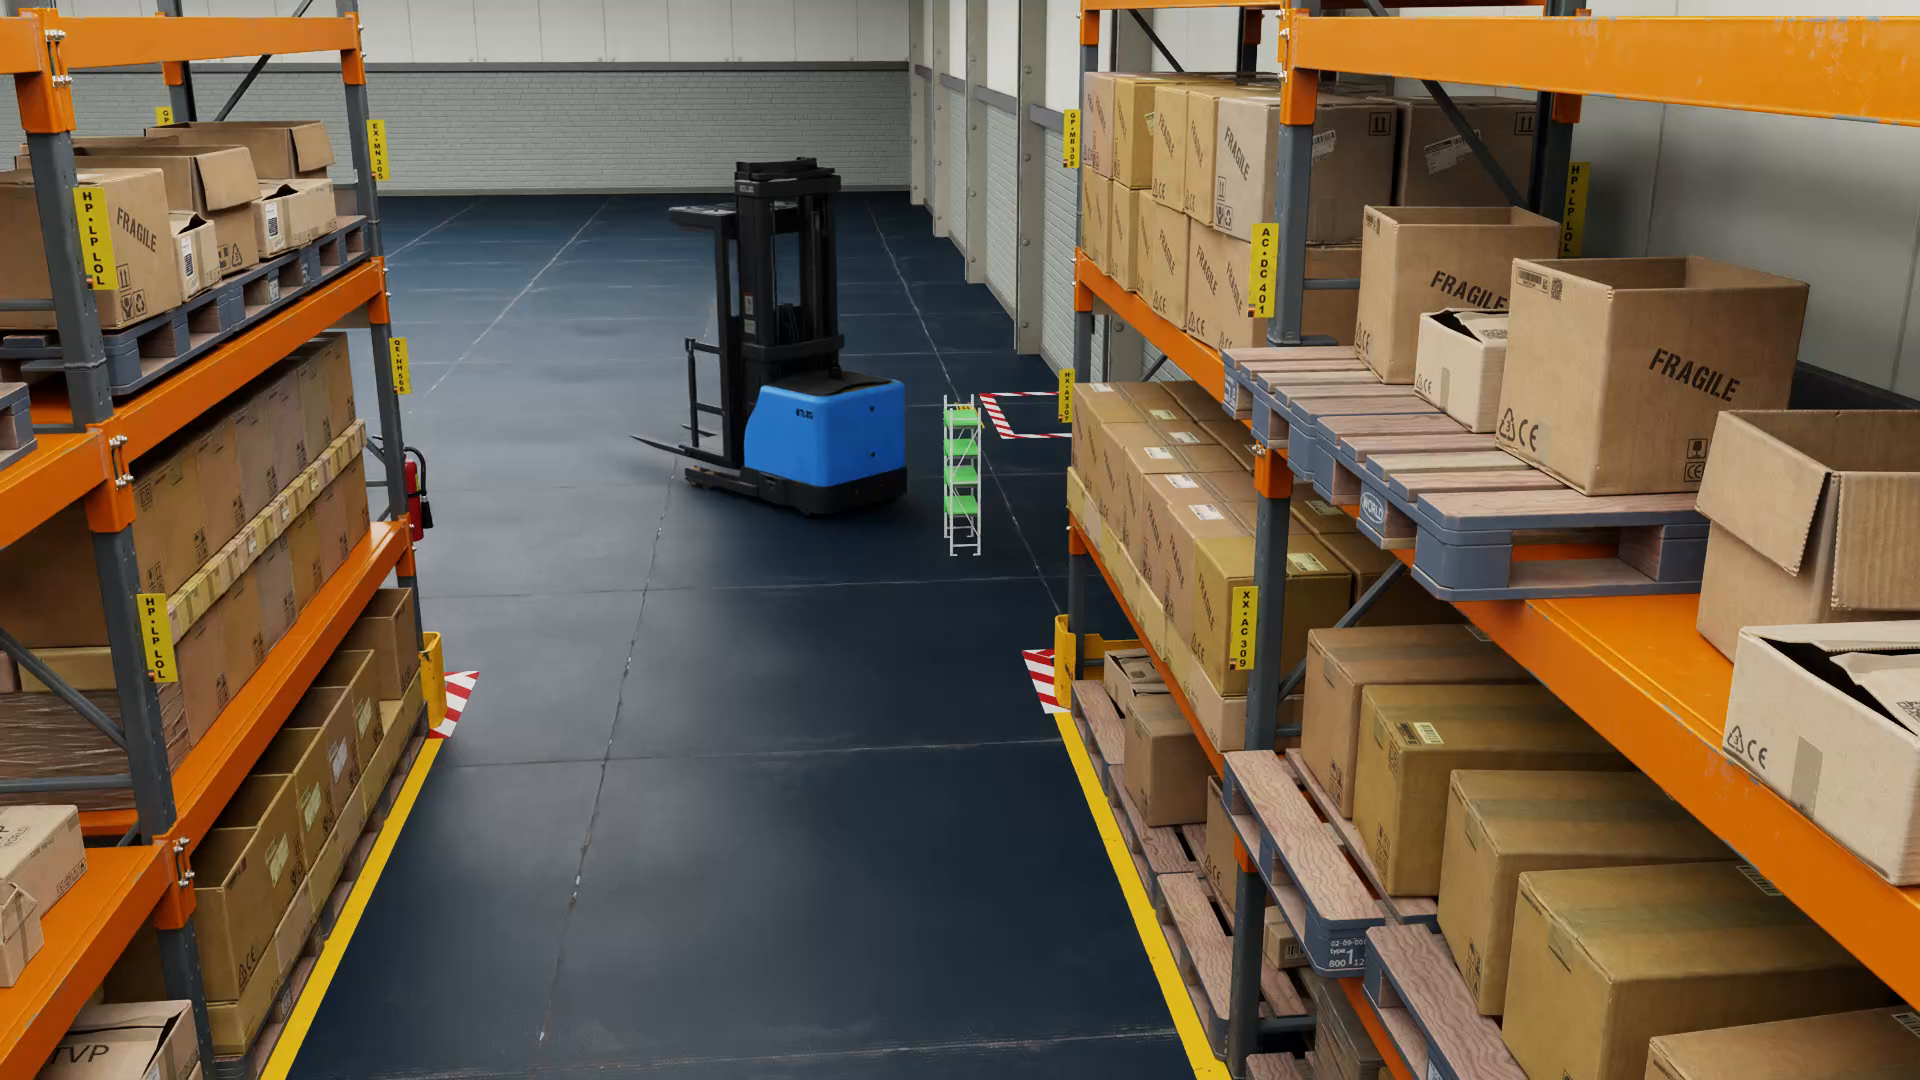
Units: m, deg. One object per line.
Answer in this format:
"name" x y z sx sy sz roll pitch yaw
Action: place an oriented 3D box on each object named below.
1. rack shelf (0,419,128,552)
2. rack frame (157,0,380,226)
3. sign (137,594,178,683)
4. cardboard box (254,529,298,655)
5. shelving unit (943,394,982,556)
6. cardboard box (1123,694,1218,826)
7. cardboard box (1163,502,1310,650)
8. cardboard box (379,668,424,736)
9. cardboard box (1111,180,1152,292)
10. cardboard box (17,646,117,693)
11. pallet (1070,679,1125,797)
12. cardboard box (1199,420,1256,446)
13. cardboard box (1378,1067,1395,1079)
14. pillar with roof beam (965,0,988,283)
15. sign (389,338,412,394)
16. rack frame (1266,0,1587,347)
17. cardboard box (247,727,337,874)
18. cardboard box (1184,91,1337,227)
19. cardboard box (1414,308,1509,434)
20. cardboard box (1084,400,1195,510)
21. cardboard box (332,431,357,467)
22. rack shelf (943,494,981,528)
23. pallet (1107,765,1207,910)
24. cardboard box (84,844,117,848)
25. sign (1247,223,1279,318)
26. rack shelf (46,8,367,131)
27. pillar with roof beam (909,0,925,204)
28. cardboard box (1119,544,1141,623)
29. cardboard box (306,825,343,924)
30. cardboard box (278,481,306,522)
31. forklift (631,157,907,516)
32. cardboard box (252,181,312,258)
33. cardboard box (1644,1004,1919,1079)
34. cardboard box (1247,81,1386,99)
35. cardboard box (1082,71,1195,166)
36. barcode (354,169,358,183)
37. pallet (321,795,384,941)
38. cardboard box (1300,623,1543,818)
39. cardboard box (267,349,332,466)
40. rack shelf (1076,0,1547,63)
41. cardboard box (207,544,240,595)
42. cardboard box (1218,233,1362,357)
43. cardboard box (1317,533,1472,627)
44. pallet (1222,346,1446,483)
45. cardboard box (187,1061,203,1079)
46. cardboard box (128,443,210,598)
"rack shelf" -3.125 0.385 3.638 1.077 0.370 4.000 -2 18 -6
"rack frame" -3.743 -3.177 8.775 1.000 3.000 0.127 -2 18 -6
"sign" -2.792 0.342 5.778 0.100 0.325 0.005 -2 18 -6
"cardboard box" -3.546 0.238 7.745 0.700 0.500 0.500 -1 17 -4
"shelving unit" 0.017 -0.523 13.340 0.258 1.200 0.503 -2 18 -6
"cardboard box" 1.250 1.112 8.565 0.700 0.500 0.500 -3 18 -9
"cardboard box" 1.182 0.147 7.167 0.500 0.500 0.500 -2 18 -6
"cardboard box" -3.394 0.947 9.542 0.500 0.250 0.500 -2 18 -6
"cardboard box" 1.047 -1.535 8.350 0.500 0.500 0.500 -1 17 -3
"cardboard box" -3.166 0.433 6.039 0.380 0.149 0.250 -2 18 -6
"pallet" 1.240 1.127 9.735 1.003 0.211 1.213 -2 18 -6
"cardboard box" 1.543 -0.327 8.676 0.500 0.500 0.500 -2 18 -7
"cardboard box" 1.792 2.076 5.494 0.700 0.500 0.500 -2 18 -7
"pillar with roof beam" -4.023 -8.380 25.345 9.100 9.000 0.400 -2 18 -6
"sign" -3.202 -0.993 9.505 0.100 0.325 0.005 -2 18 -6
"rack frame" 1.596 -2.140 5.470 1.000 3.000 0.127 -2 18 -6
"cardboard box" -3.171 1.185 7.534 0.500 0.500 0.500 -2 18 -6
"cardboard box" 1.207 -1.548 6.722 0.500 0.500 0.500 -1 17 -3
"cardboard box" 1.636 -0.518 4.758 0.500 0.311 0.500 -1 17 -4
"cardboard box" 0.975 -0.466 9.119 0.500 0.500 0.500 -2 18 -5
"cardboard box" -3.486 -0.486 8.969 0.380 0.149 0.250 -1 17 -4
"rack shelf" 0.017 -0.233 13.431 0.258 0.148 0.480 -2 18 -6
"pallet" 1.363 1.489 8.580 1.003 0.211 1.213 -2 18 -6
"cardboard box" -3.636 1.350 7.008 0.500 0.500 0.500 -2 18 -6
"sign" 1.057 -0.936 5.781 0.100 0.325 0.005 -2 18 -6
"rack shelf" -3.537 -2.048 7.044 1.077 0.370 4.000 -2 18 -6
"pillar with roof beam" -5.260 -11.955 36.733 9.100 9.000 0.400 -2 18 -6
"cardboard box" 1.082 0.205 8.234 0.500 0.250 0.500 -2 18 -5
"cardboard box" -3.170 1.542 7.646 0.500 0.250 0.500 -2 18 -6
"cardboard box" -3.380 -0.179 7.989 0.380 0.149 0.250 -1 17 -4
"forklift" -1.882 -1.960 15.026 3.031 2.935 1.130 16 24 41
"cardboard box" -3.305 -1.470 7.559 0.500 0.311 0.500 0 17 1
"cardboard box" 1.866 1.351 3.464 0.700 0.500 0.500 -3 18 -11
"cardboard box" 1.628 -1.855 7.699 0.500 0.500 0.500 -2 18 -6
"cardboard box" 0.982 -2.312 9.158 0.500 0.500 0.500 -3 18 -10
"barcode" -3.233 -1.948 8.898 0.001 0.075 0.075 -2 18 -6
"pallet" -3.500 1.604 8.214 1.003 0.211 1.213 -2 18 -6
"cardboard box" 1.615 0.617 5.801 0.700 0.500 0.500 -2 18 -5
"cardboard box" -3.643 -0.670 8.471 0.700 0.500 0.500 -2 18 -7
"rack shelf" 1.390 -2.391 7.476 1.077 0.370 4.000 -2 18 -6
"cardboard box" -3.272 0.129 7.009 0.380 0.149 0.250 -2 18 -7
"cardboard box" 1.298 -0.910 6.358 0.500 0.500 0.500 -1 17 -4
"cardboard box" 1.755 0.280 6.742 0.500 0.500 0.500 -2 18 -7
"pallet" 1.554 -0.432 5.351 1.213 0.211 1.003 -2 18 -6
"cardboard box" -3.000 2.103 5.861 0.500 0.250 0.500 -2 18 -6
"cardboard box" -3.436 -0.073 6.568 0.700 0.500 0.500 -2 18 -6
